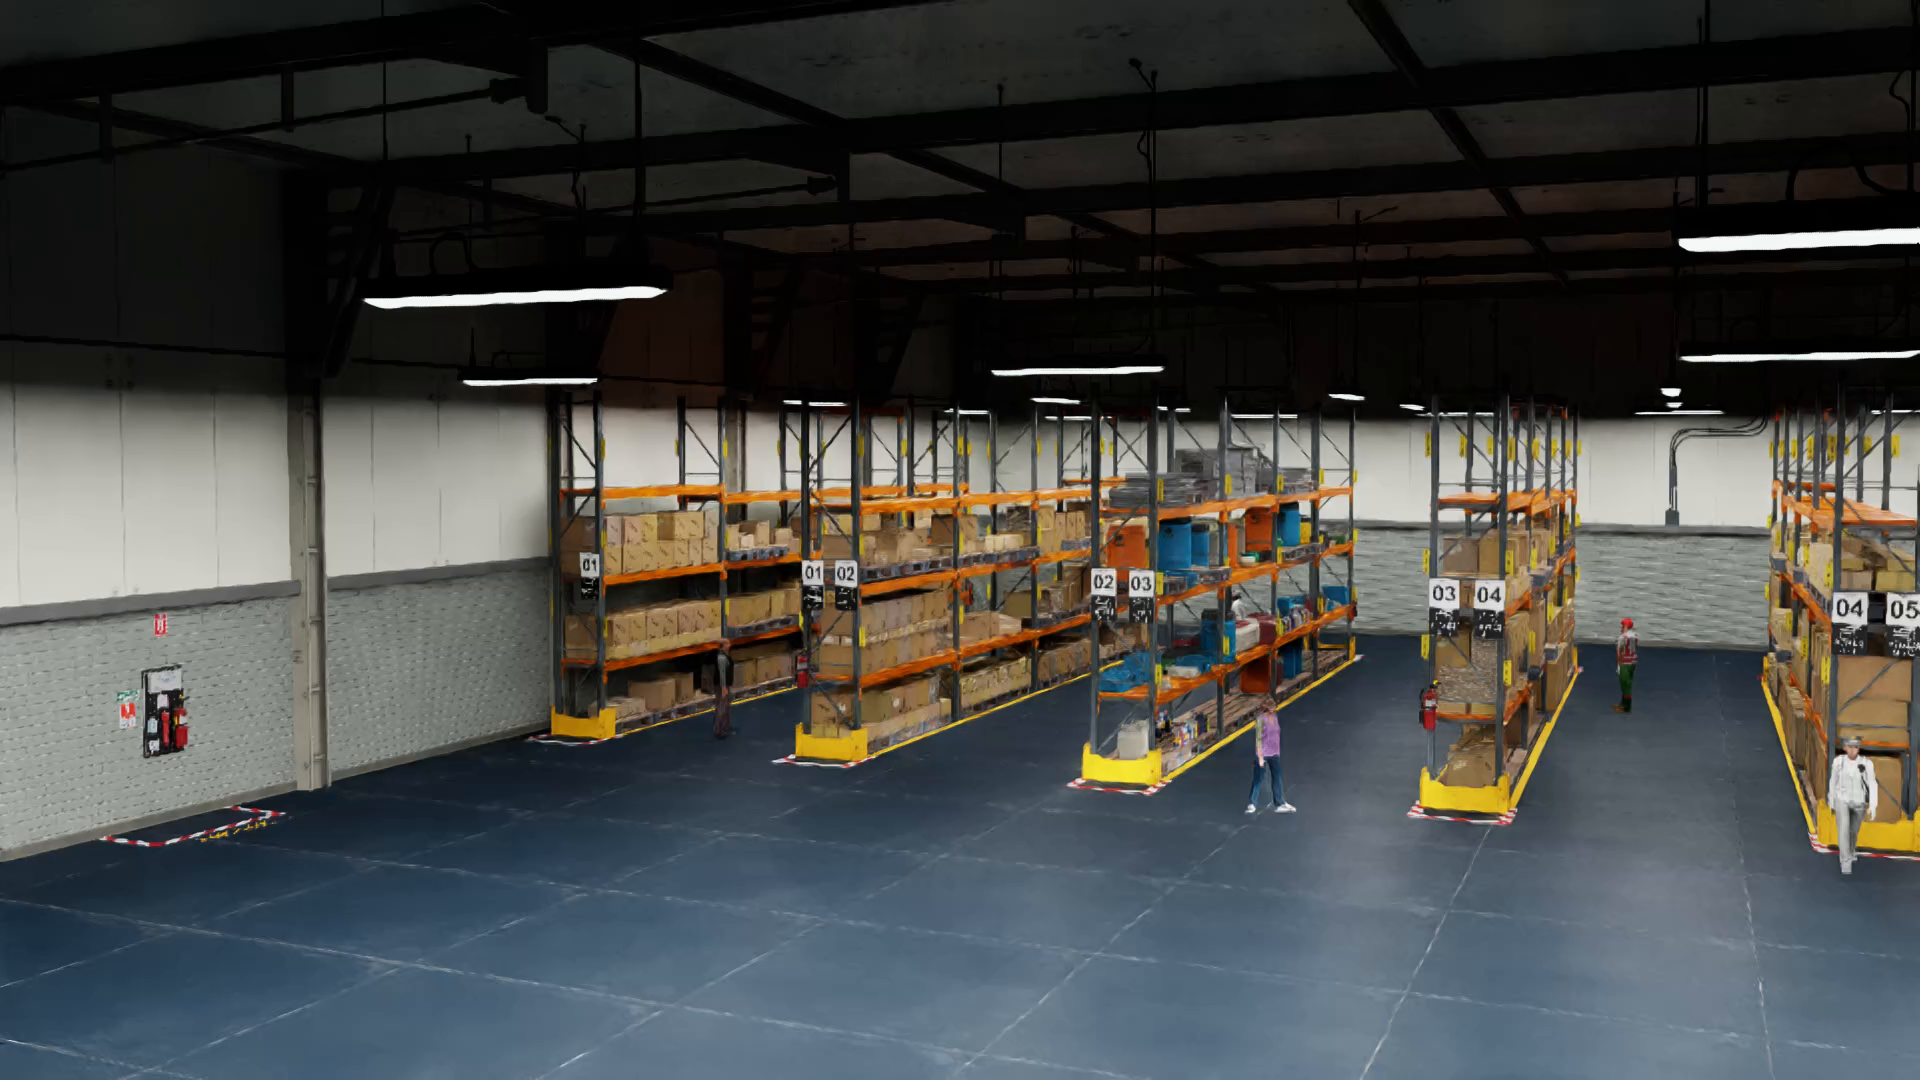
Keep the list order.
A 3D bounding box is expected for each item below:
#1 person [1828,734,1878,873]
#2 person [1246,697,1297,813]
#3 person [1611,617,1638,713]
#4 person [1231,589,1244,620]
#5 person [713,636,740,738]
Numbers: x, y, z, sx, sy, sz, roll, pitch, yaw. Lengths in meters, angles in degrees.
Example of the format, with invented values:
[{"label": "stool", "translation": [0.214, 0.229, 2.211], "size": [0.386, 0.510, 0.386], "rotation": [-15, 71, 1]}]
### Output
[{"label": "person", "translation": [10.586, 3.091, 19.706], "size": [0.502, 1.624, 0.997], "rotation": [1, 3, 22]}, {"label": "person", "translation": [4.236, 2.935, 22.773], "size": [0.623, 1.589, 0.492], "rotation": [-2, 4, -36]}, {"label": "person", "translation": [12.544, 2.354, 31.461], "size": [0.606, 1.786, 0.494], "rotation": [-2, 4, -37]}, {"label": "person", "translation": [6.485, 1.995, 39.025], "size": [0.498, 1.675, 0.626], "rotation": [1, 3, 24]}, {"label": "person", "translation": [-4.059, 2.529, 28.847], "size": [0.463, 1.732, 0.601], "rotation": [0, 3, -6]}]
